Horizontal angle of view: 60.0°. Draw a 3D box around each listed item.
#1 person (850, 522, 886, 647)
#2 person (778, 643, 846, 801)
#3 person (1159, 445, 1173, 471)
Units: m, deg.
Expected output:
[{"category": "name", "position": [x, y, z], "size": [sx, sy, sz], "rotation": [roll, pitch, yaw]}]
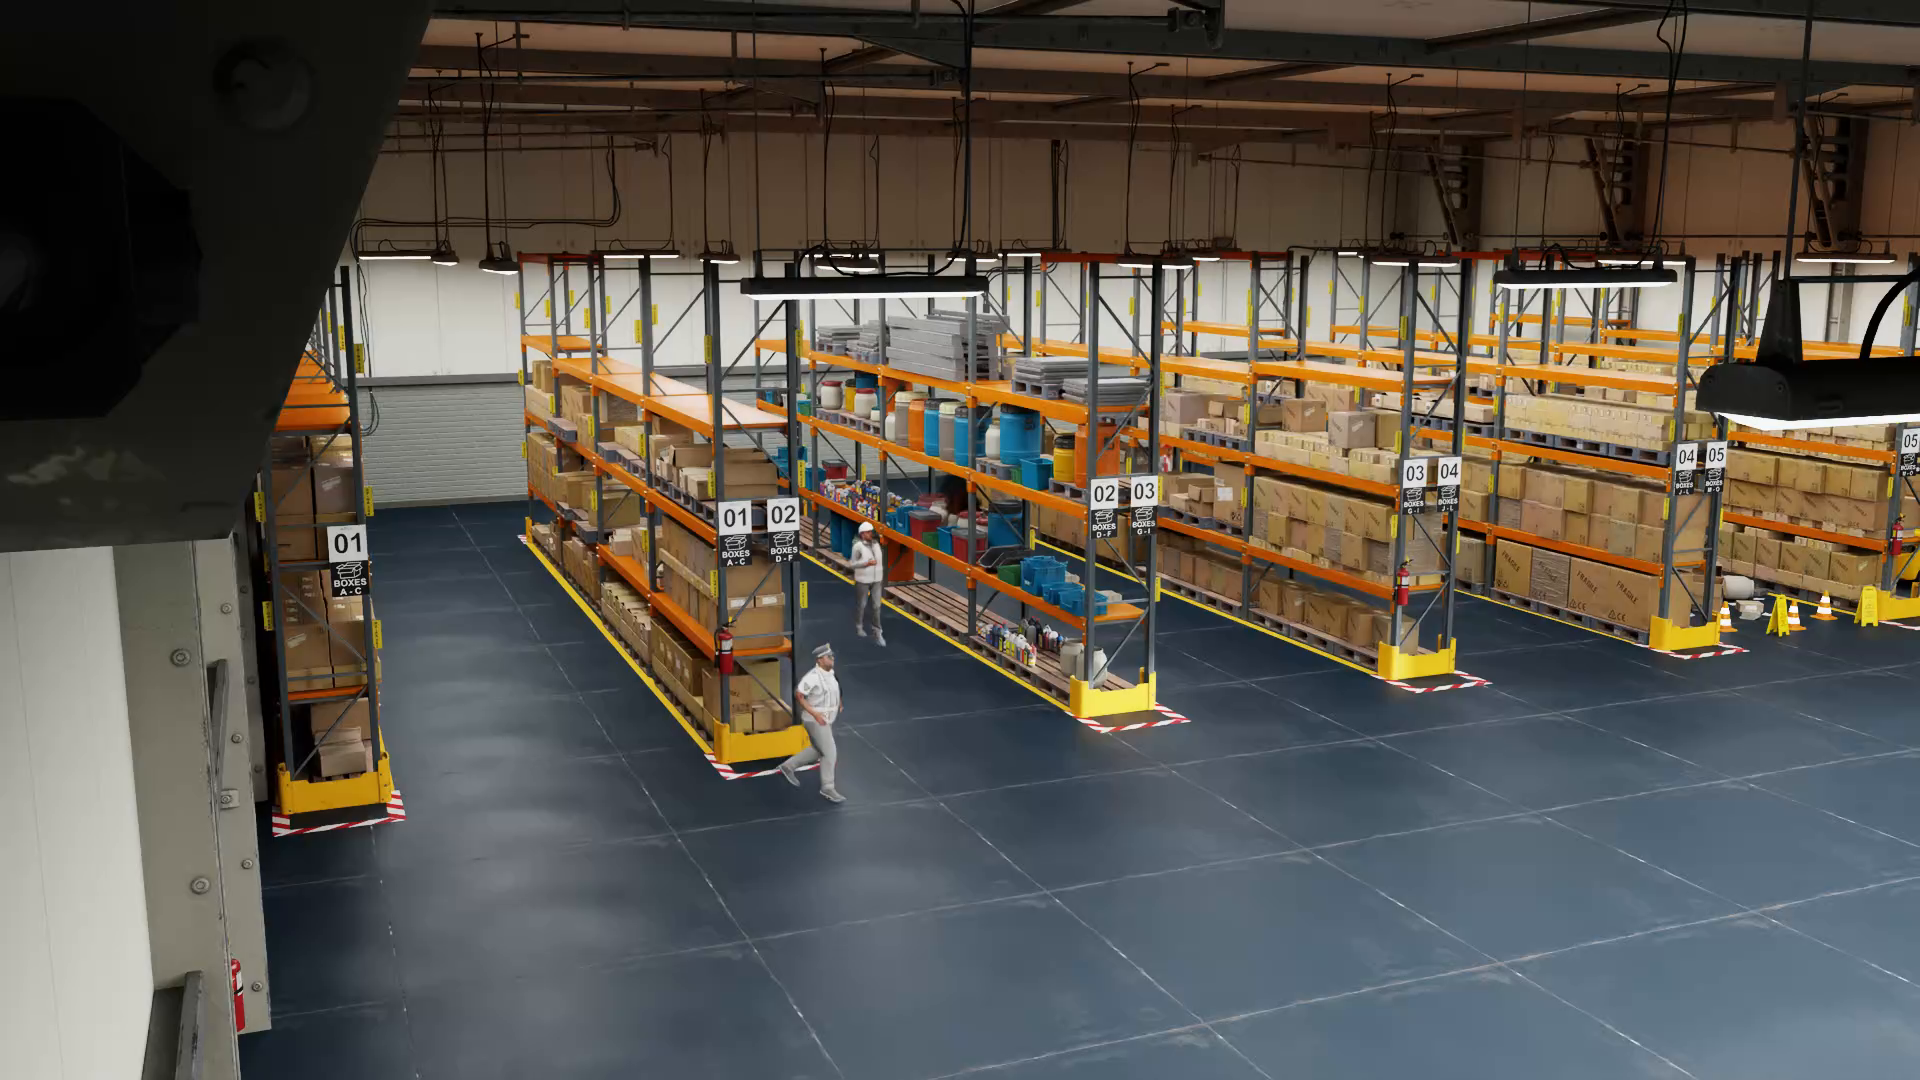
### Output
[{"category": "person", "position": [-1.365, 0.661, 24.984], "size": [0.639, 1.874, 0.716], "rotation": [-6, 12, -31]}, {"category": "person", "position": [-1.662, 2.047, 18.983], "size": [0.818, 1.813, 0.666], "rotation": [3, 11, 14]}, {"category": "person", "position": [4.670, -1.256, 37.016], "size": [0.659, 1.812, 0.756], "rotation": [-2, 11, -11]}]
